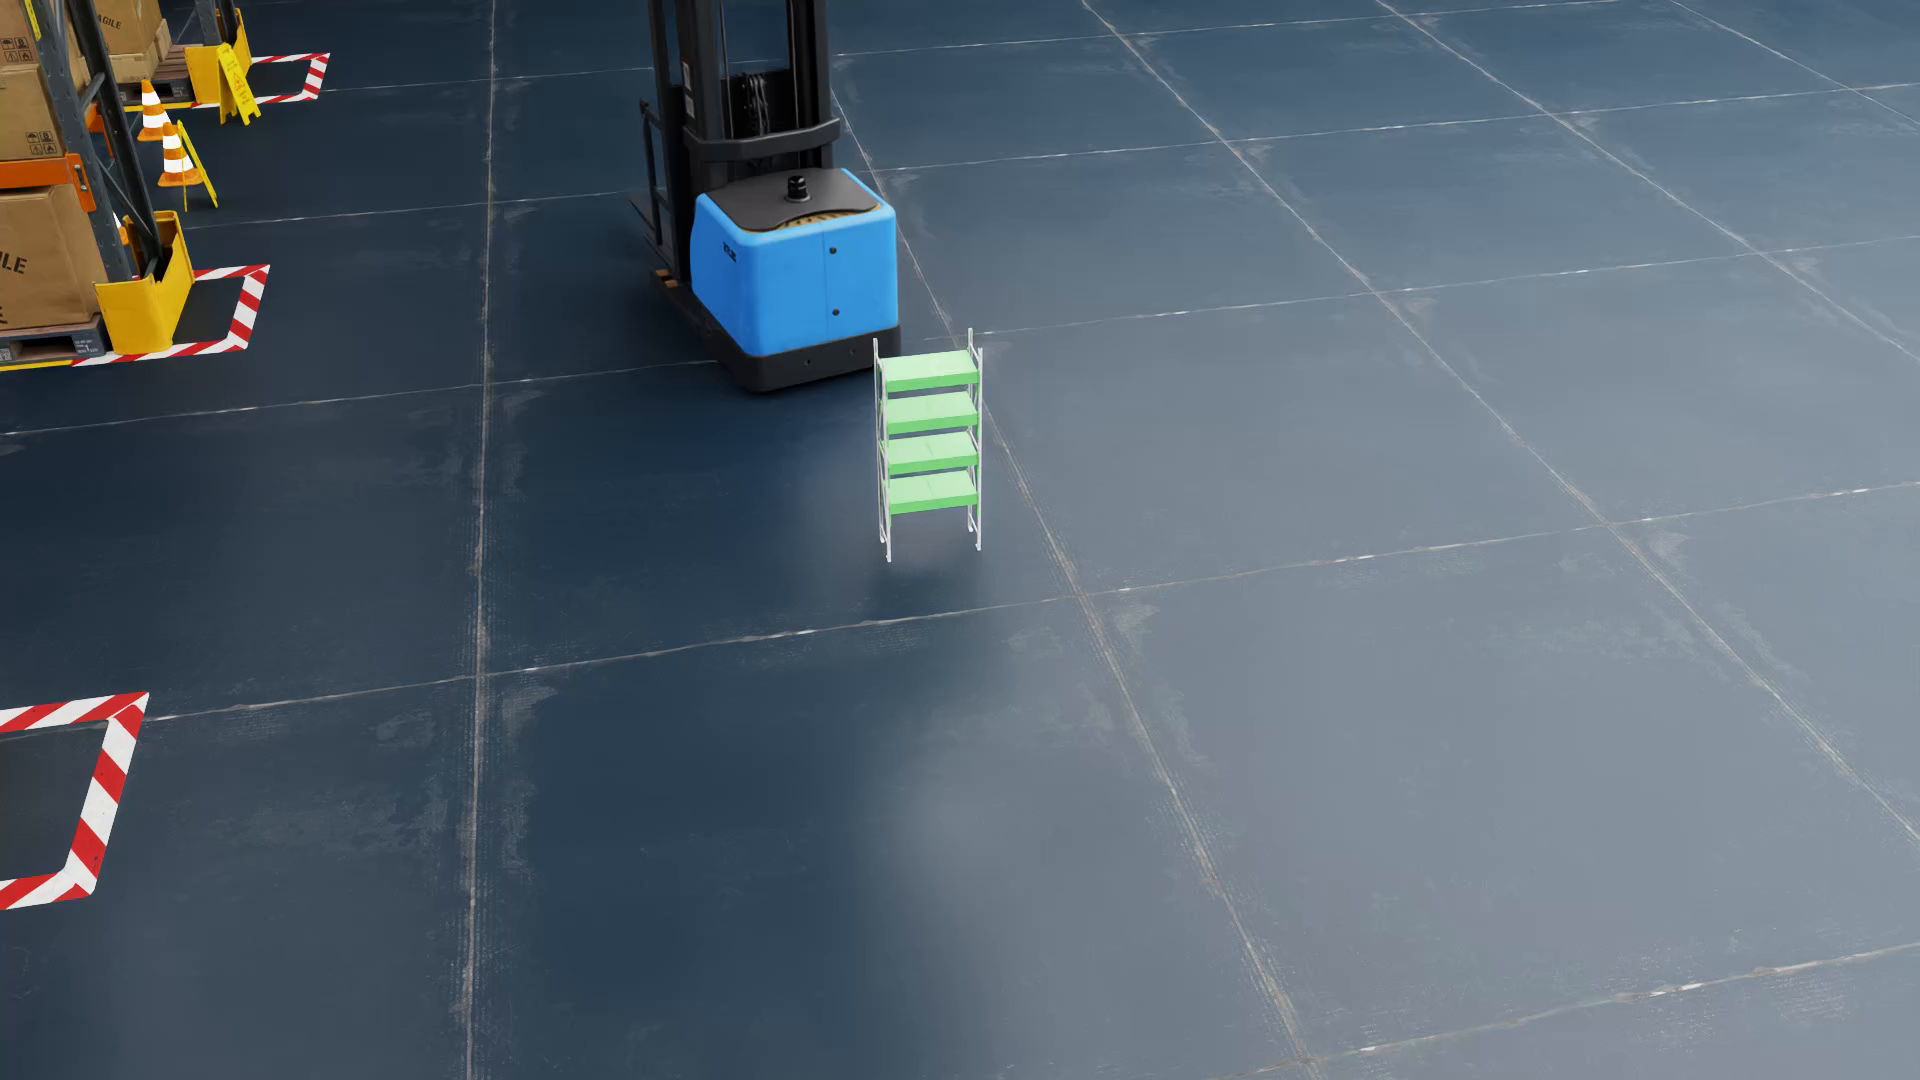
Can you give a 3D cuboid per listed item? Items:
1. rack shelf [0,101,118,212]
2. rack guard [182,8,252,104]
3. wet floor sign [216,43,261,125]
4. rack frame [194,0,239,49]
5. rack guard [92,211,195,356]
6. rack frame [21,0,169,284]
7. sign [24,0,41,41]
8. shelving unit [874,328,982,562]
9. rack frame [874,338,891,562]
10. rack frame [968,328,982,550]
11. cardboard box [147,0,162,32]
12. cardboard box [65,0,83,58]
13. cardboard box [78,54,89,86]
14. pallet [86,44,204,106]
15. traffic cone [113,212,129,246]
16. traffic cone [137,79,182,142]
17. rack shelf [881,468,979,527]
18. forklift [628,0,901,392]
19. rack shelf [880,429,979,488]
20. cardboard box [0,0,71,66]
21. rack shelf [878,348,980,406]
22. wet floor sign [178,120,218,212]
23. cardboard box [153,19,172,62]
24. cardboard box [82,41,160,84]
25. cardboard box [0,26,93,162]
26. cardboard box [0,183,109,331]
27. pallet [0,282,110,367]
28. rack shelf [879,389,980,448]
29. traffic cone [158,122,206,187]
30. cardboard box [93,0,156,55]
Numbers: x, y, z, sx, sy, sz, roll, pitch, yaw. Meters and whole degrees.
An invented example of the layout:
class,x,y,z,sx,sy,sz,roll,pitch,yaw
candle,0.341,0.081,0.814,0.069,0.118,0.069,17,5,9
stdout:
class,x,y,z,sx,sy,sz,roll,pitch,yaw
rack shelf,-7.407,-2.221,10.236,4.000,0.370,1.077,-7,35,-11
rack guard,-6.720,-4.396,15.075,0.348,0.500,1.175,-7,35,-11
wet floor sign,-6.225,-3.908,14.217,0.232,0.644,0.267,4,34,6
rack frame,-6.646,-5.443,14.393,0.127,3.000,1.000,-7,35,-11
rack guard,-5.432,-1.731,11.103,0.348,0.500,1.175,-7,35,-11
rack frame,-5.456,-2.766,10.402,0.127,3.000,1.000,-7,35,-11
sign,-5.350,-3.048,9.572,0.005,0.325,0.100,-7,35,-11
shelving unit,-0.161,-0.478,8.608,0.503,1.200,0.258,-7,35,-11
rack frame,-0.399,-0.448,8.564,0.015,1.200,0.240,-7,35,-11
rack frame,0.077,-0.508,8.653,0.015,1.200,0.240,-7,35,-11
cardboard box,-7.517,-4.835,14.904,0.500,0.500,0.500,-8,35,-12
cardboard box,-7.879,-4.481,14.377,0.500,0.500,0.500,-6,34,-9
cardboard box,-7.882,-4.171,14.588,0.500,0.250,0.500,-7,35,-10
pallet,-7.521,-4.196,15.036,1.213,0.211,1.003,-7,35,-11
traffic cone,-6.287,-2.419,12.162,0.334,0.463,0.336,-7,35,-11
traffic cone,-6.781,-3.636,13.976,0.334,0.463,0.336,-7,35,-11
rack shelf,-0.161,-0.226,8.778,0.480,0.148,0.258,-7,35,-11
forklift,-1.488,-2.929,10.708,1.130,2.935,3.031,-16,37,-22
rack shelf,-0.161,-0.425,8.644,0.480,0.148,0.258,-7,35,-11
cardboard box,-5.826,-3.252,10.023,0.550,0.550,0.875,-7,35,-11
rack shelf,-0.161,-0.823,8.377,0.480,0.148,0.258,-7,35,-11
wet floor sign,-5.864,-2.868,12.667,0.232,0.644,0.267,-13,36,-19
cardboard box,-7.494,-4.527,15.118,0.500,0.250,0.500,-7,35,-11
cardboard box,-7.399,-4.228,14.672,0.500,0.250,0.500,-7,35,-11
cardboard box,-5.808,-2.758,10.256,0.550,0.550,0.875,-7,35,-11
cardboard box,-6.103,-1.938,10.700,0.875,0.875,0.875,-7,34,-10
pallet,-6.218,-1.467,10.969,1.213,0.211,1.003,-7,35,-11
rack shelf,-0.161,-0.624,8.510,0.480,0.148,0.258,-7,35,-11
traffic cone,-6.205,-3.075,13.139,0.334,0.463,0.336,-7,35,-11
cardboard box,-7.370,-4.547,14.475,0.500,0.500,0.500,-7,34,-10
